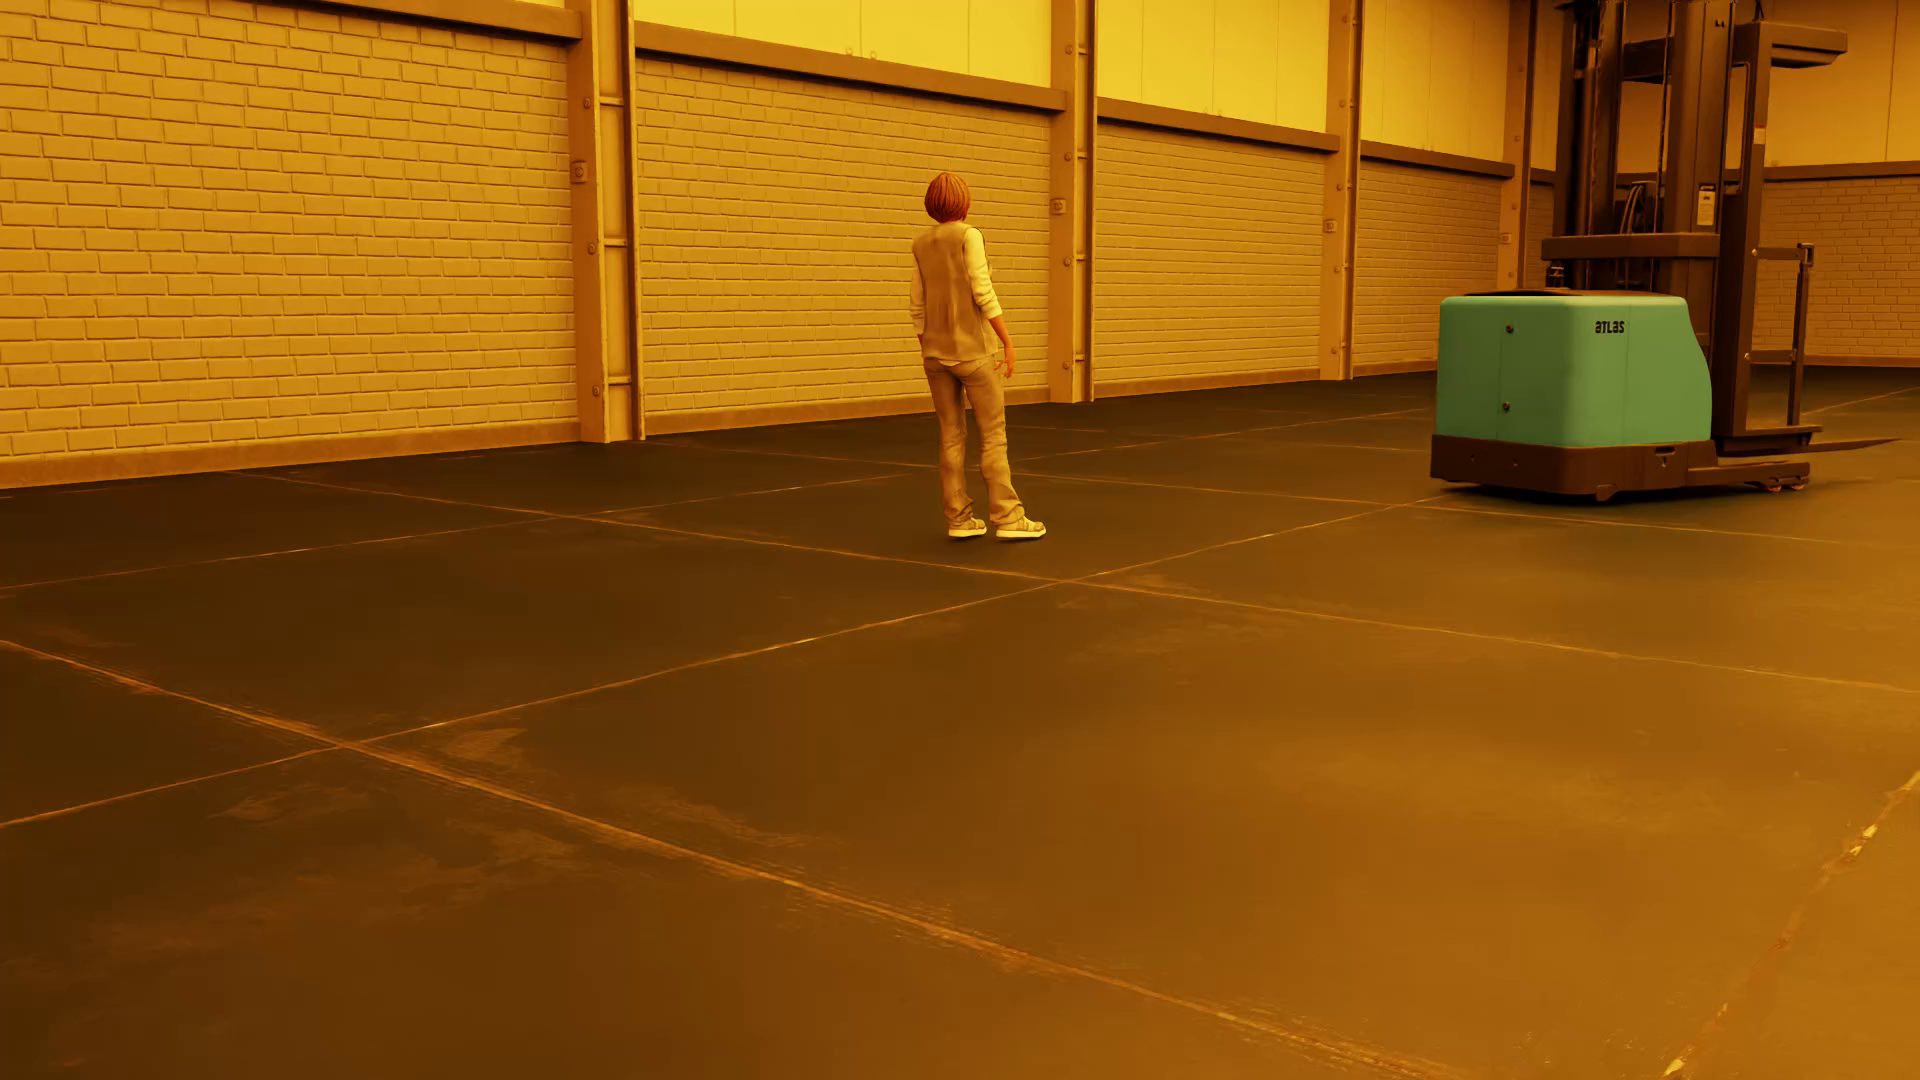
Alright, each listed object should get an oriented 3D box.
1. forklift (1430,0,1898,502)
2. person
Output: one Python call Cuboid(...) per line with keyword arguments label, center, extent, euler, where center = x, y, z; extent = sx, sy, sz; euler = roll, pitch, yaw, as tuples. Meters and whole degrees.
Cuboid(label="forklift", center=(4.177, -1.776, 9.419), extent=(3.031, 2.935, 1.130), euler=(-5, 9, -29))
Cuboid(label="person", center=(0.057, -0.805, 7.336), extent=(0.520, 1.597, 0.475), euler=(7, 11, 38))
